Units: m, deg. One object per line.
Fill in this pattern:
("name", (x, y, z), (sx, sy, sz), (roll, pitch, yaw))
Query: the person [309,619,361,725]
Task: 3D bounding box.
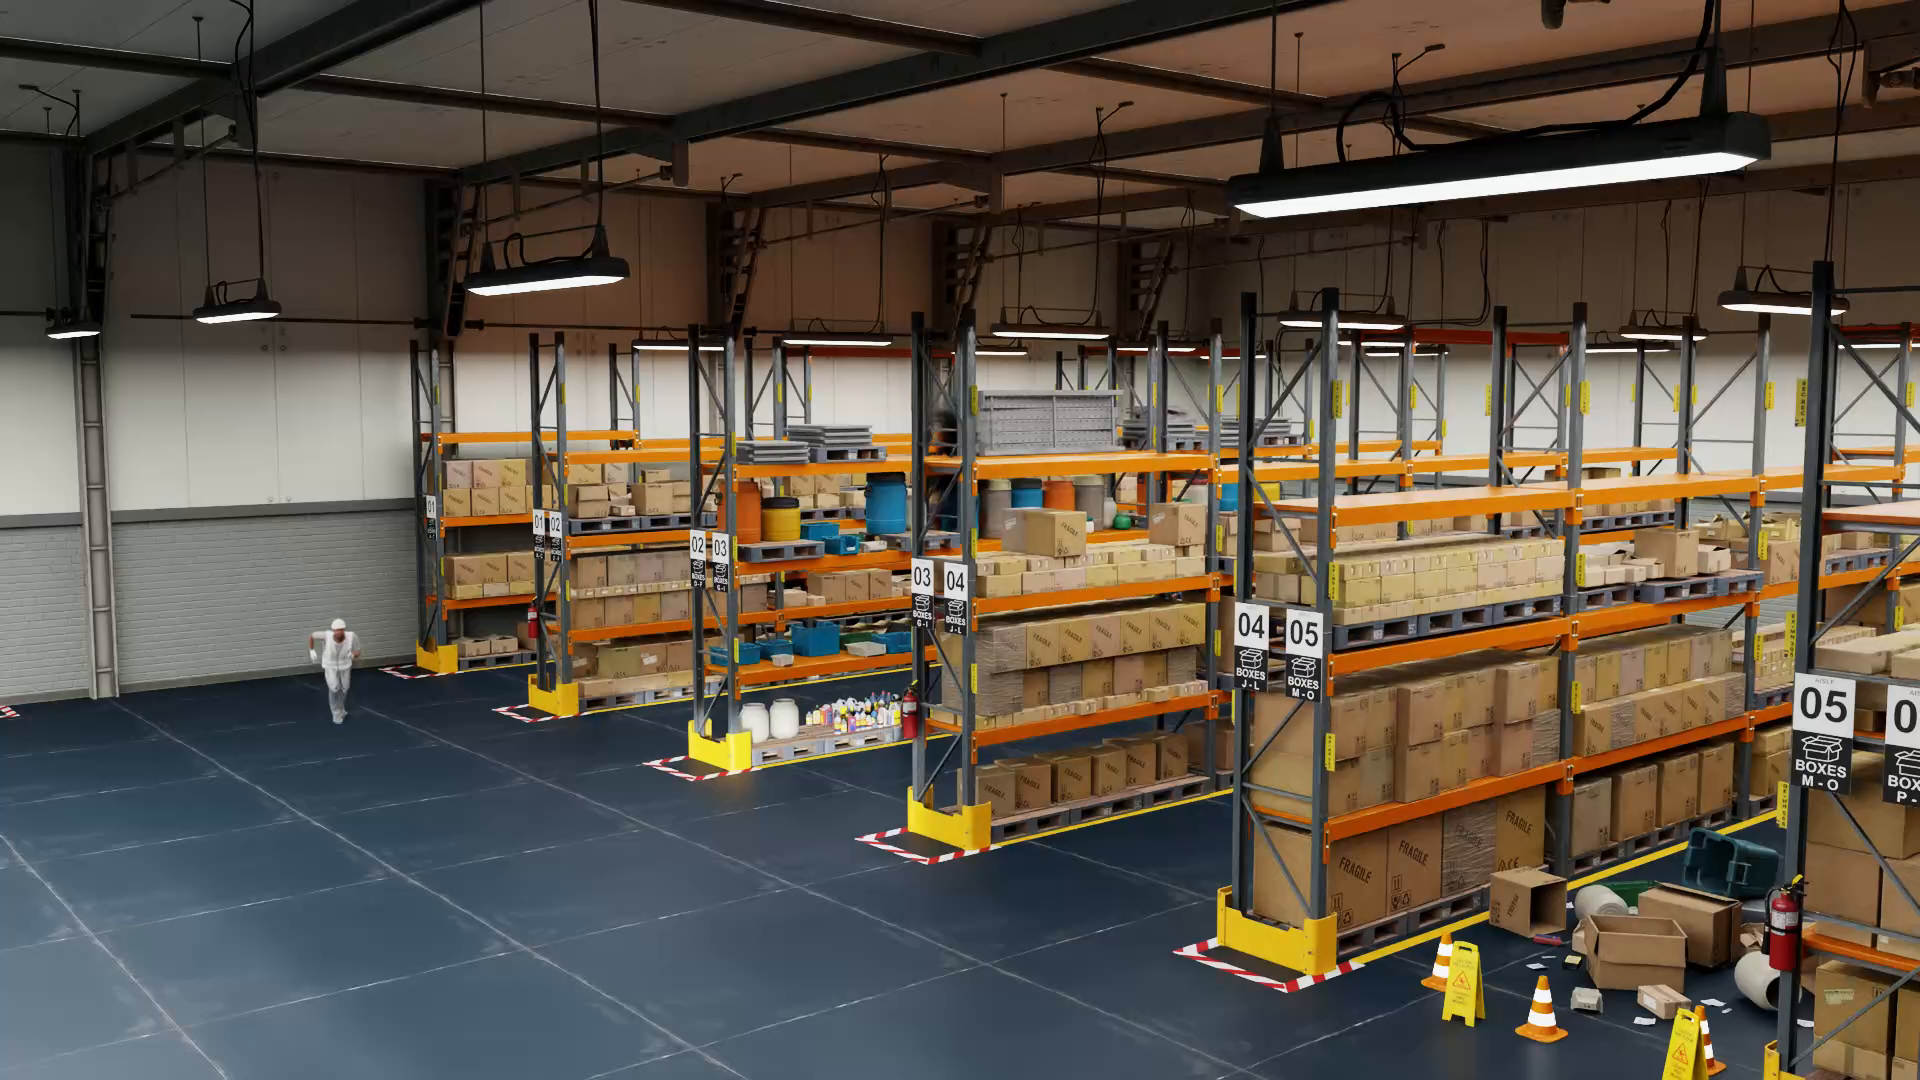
("person", (-9.564, 2.003, 25.479), (0.735, 1.682, 0.984), (-2, 6, -25))
